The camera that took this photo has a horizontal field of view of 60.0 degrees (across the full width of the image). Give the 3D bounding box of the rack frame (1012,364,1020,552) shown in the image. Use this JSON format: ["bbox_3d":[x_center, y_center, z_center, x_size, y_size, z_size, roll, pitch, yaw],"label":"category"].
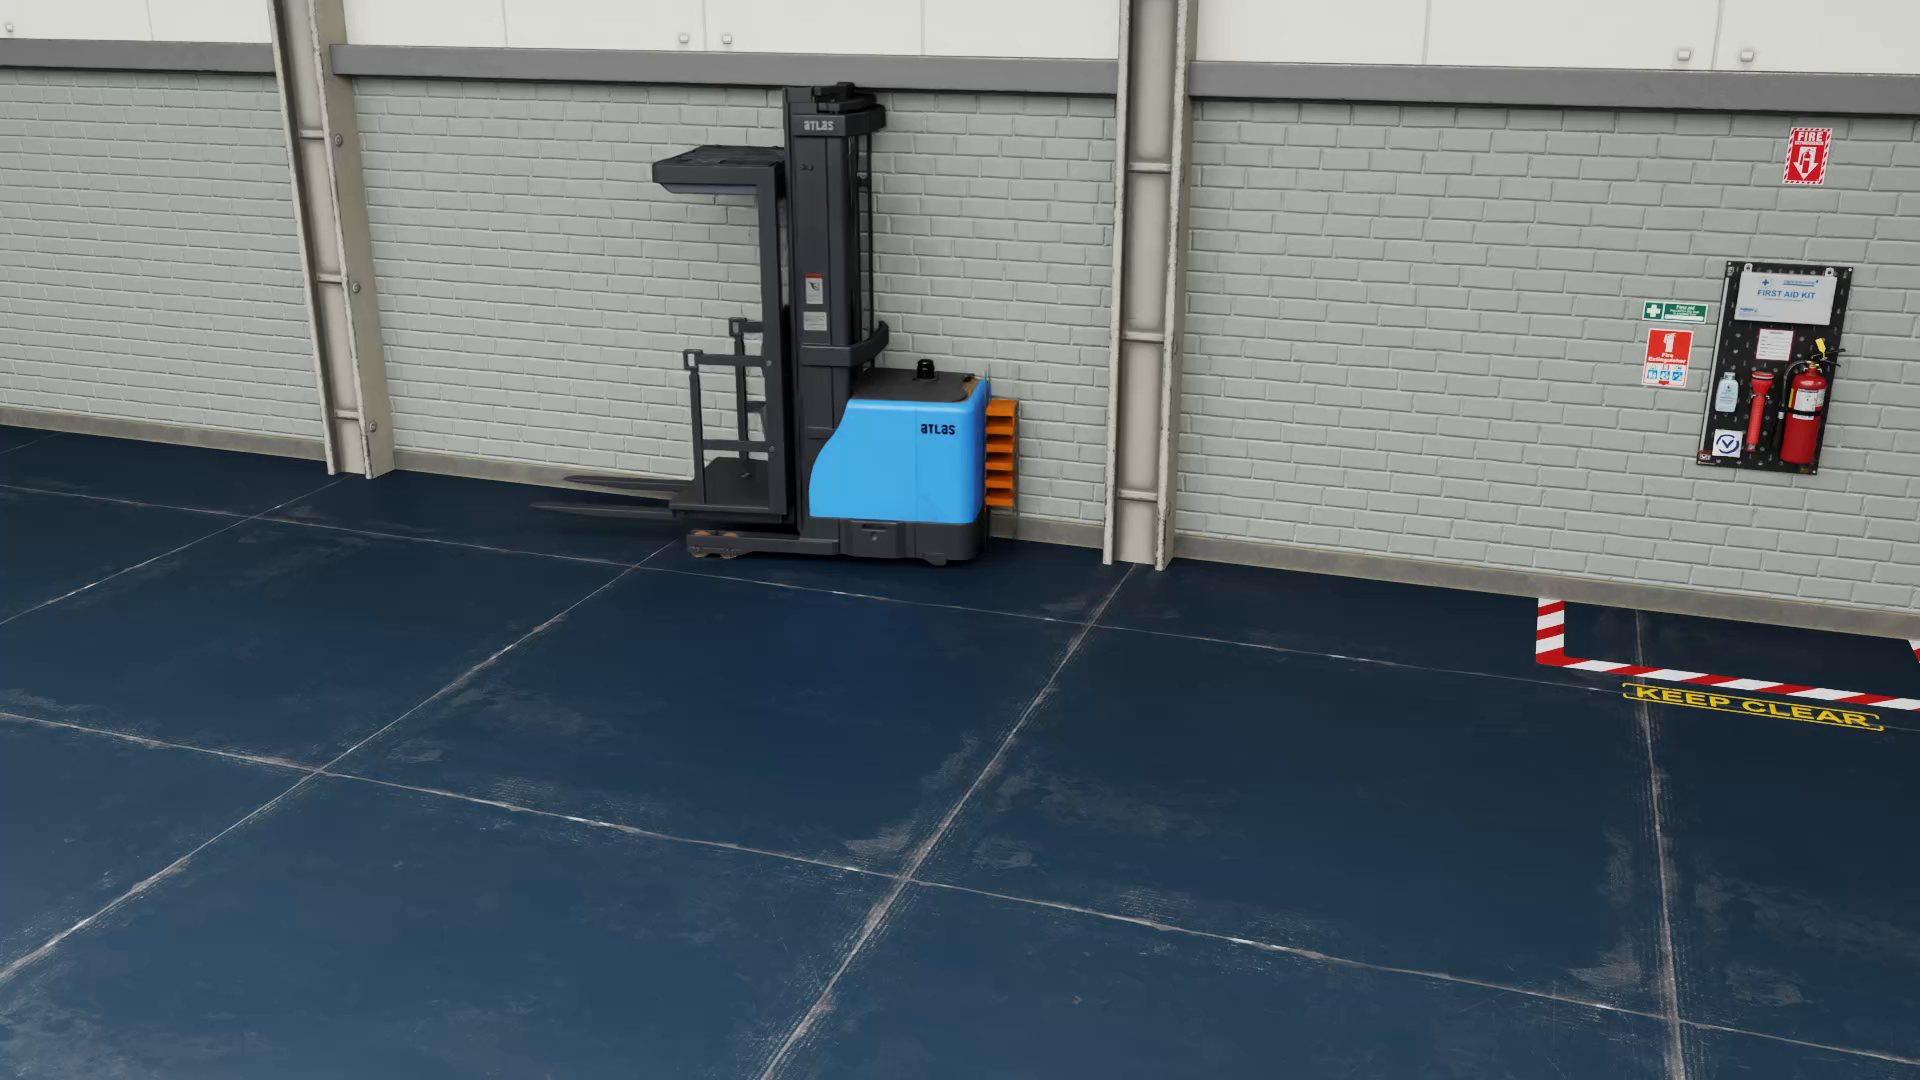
[{"bbox_3d":[0.362,-0.525,10.759,0.006,1.200,0.240,3,19,9],"label":"rack frame"}]

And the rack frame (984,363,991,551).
[{"bbox_3d":[0.181,-0.534,10.786,0.006,1.200,0.240,3,19,9],"label":"rack frame"}]

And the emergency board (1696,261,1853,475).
[{"bbox_3d":[4.497,-0.923,9.166,0.643,1.169,0.194,7,20,18],"label":"emergency board"}]

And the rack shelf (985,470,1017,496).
[{"bbox_3d":[0.272,-0.374,10.826,0.180,0.103,0.258,3,19,9],"label":"rack shelf"}]

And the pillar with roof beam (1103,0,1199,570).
[{"bbox_3d":[-0.262,-2.786,5.399,0.400,9.000,9.100,7,20,18],"label":"pillar with roof beam"}]

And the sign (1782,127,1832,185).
[{"bbox_3d":[4.522,-2.049,8.876,0.199,0.298,0.001,7,20,18],"label":"sign"}]

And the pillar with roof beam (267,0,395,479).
[{"bbox_3d":[-5.930,-3.435,7.258,0.400,9.000,9.100,7,20,18],"label":"pillar with roof beam"}]

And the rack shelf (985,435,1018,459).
[{"bbox_3d":[0.272,-0.601,10.747,0.180,0.103,0.258,3,19,9],"label":"rack shelf"}]

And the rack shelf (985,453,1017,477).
[{"bbox_3d":[0.272,-0.487,10.787,0.180,0.103,0.258,3,19,9],"label":"rack shelf"}]

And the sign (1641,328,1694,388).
[{"bbox_3d":[4.008,-1.031,9.424,0.234,0.329,0.001,7,20,18],"label":"sign"}]

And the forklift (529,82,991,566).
[{"bbox_3d":[-1.321,-1.430,10.726,3.031,2.935,1.130,3,19,9],"label":"forklift"}]

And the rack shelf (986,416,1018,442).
[{"bbox_3d":[0.272,-0.714,10.708,0.180,0.103,0.258,3,19,9],"label":"rack shelf"}]

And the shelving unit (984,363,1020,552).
[{"bbox_3d":[0.272,-0.529,10.772,0.189,1.200,0.258,3,19,9],"label":"shelving unit"}]

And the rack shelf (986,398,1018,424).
[{"bbox_3d":[0.272,-0.827,10.668,0.180,0.103,0.258,3,19,9],"label":"rack shelf"}]

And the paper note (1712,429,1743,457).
[{"bbox_3d":[4.352,-0.547,9.428,0.142,0.148,0.016,7,20,18],"label":"paper note"}]

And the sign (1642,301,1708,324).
[{"bbox_3d":[4.010,-1.278,9.327,0.331,0.109,0.001,7,20,18],"label":"sign"}]

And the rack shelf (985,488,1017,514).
[{"bbox_3d":[0.271,-0.261,10.866,0.180,0.103,0.258,3,19,9],"label":"rack shelf"}]
